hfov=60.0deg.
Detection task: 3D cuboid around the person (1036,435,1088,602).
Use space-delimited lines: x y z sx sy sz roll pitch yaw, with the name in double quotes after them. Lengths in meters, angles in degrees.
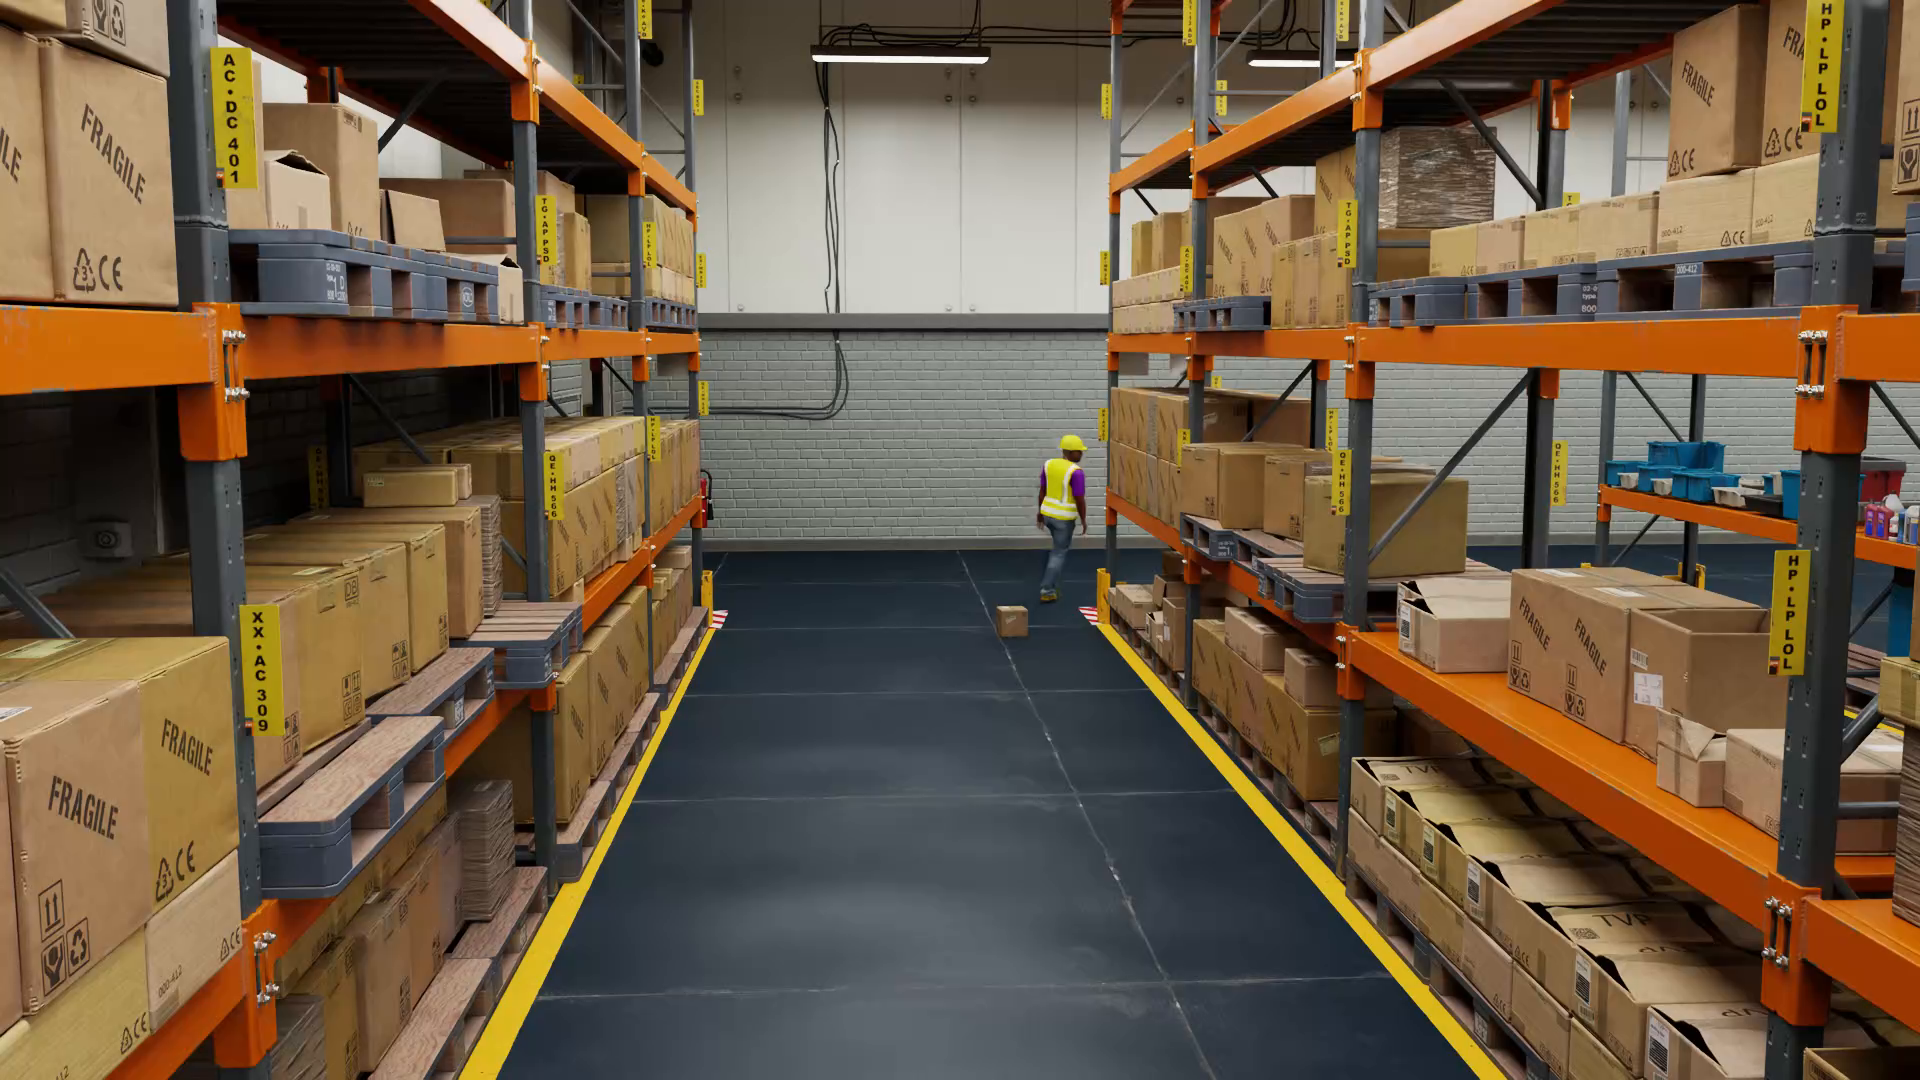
1.084 -0.232 17.445 0.485 1.751 0.671 -6 9 -42 "person"
